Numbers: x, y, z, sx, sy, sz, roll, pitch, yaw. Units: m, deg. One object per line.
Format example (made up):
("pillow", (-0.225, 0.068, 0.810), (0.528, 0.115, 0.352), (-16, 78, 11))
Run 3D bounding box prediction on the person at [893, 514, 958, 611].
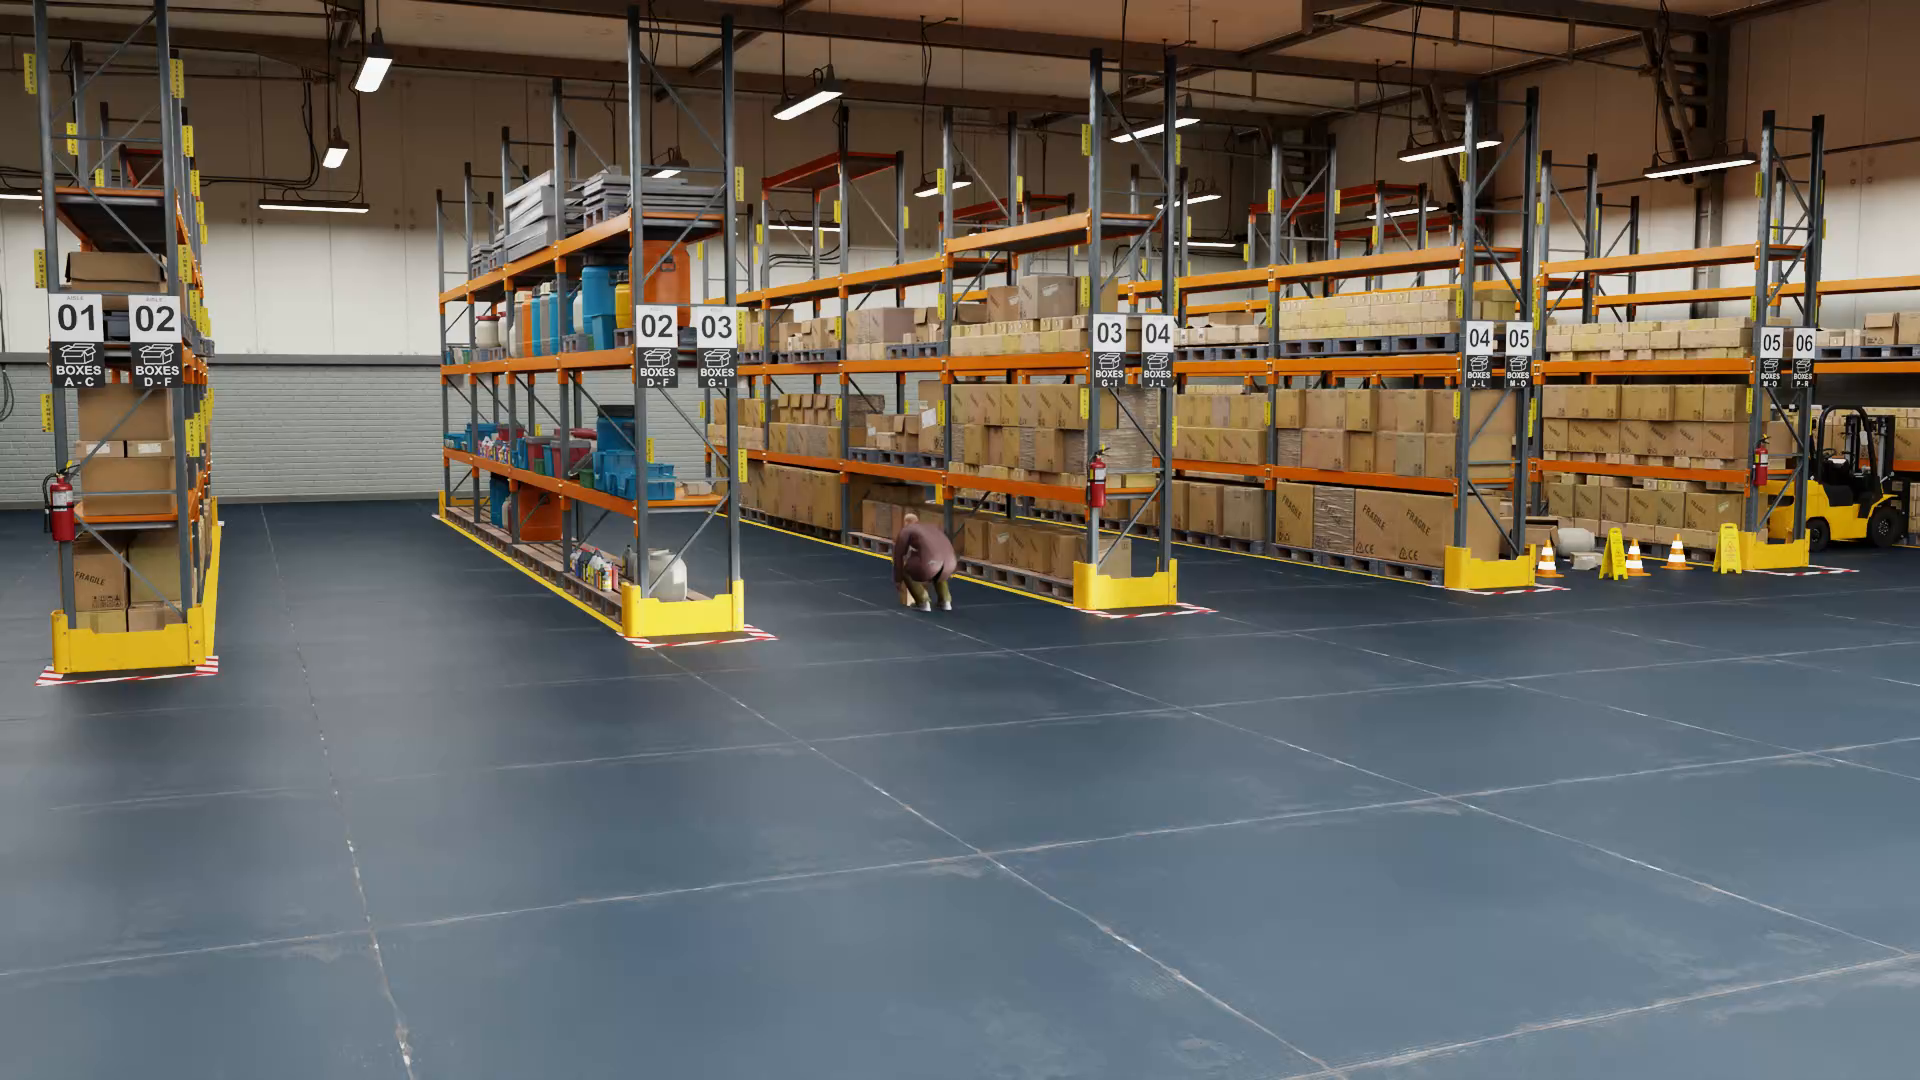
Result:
("person", (-0.380, 0.252, 18.181), (0.610, 1.003, 0.896), (-2, 6, -24))
